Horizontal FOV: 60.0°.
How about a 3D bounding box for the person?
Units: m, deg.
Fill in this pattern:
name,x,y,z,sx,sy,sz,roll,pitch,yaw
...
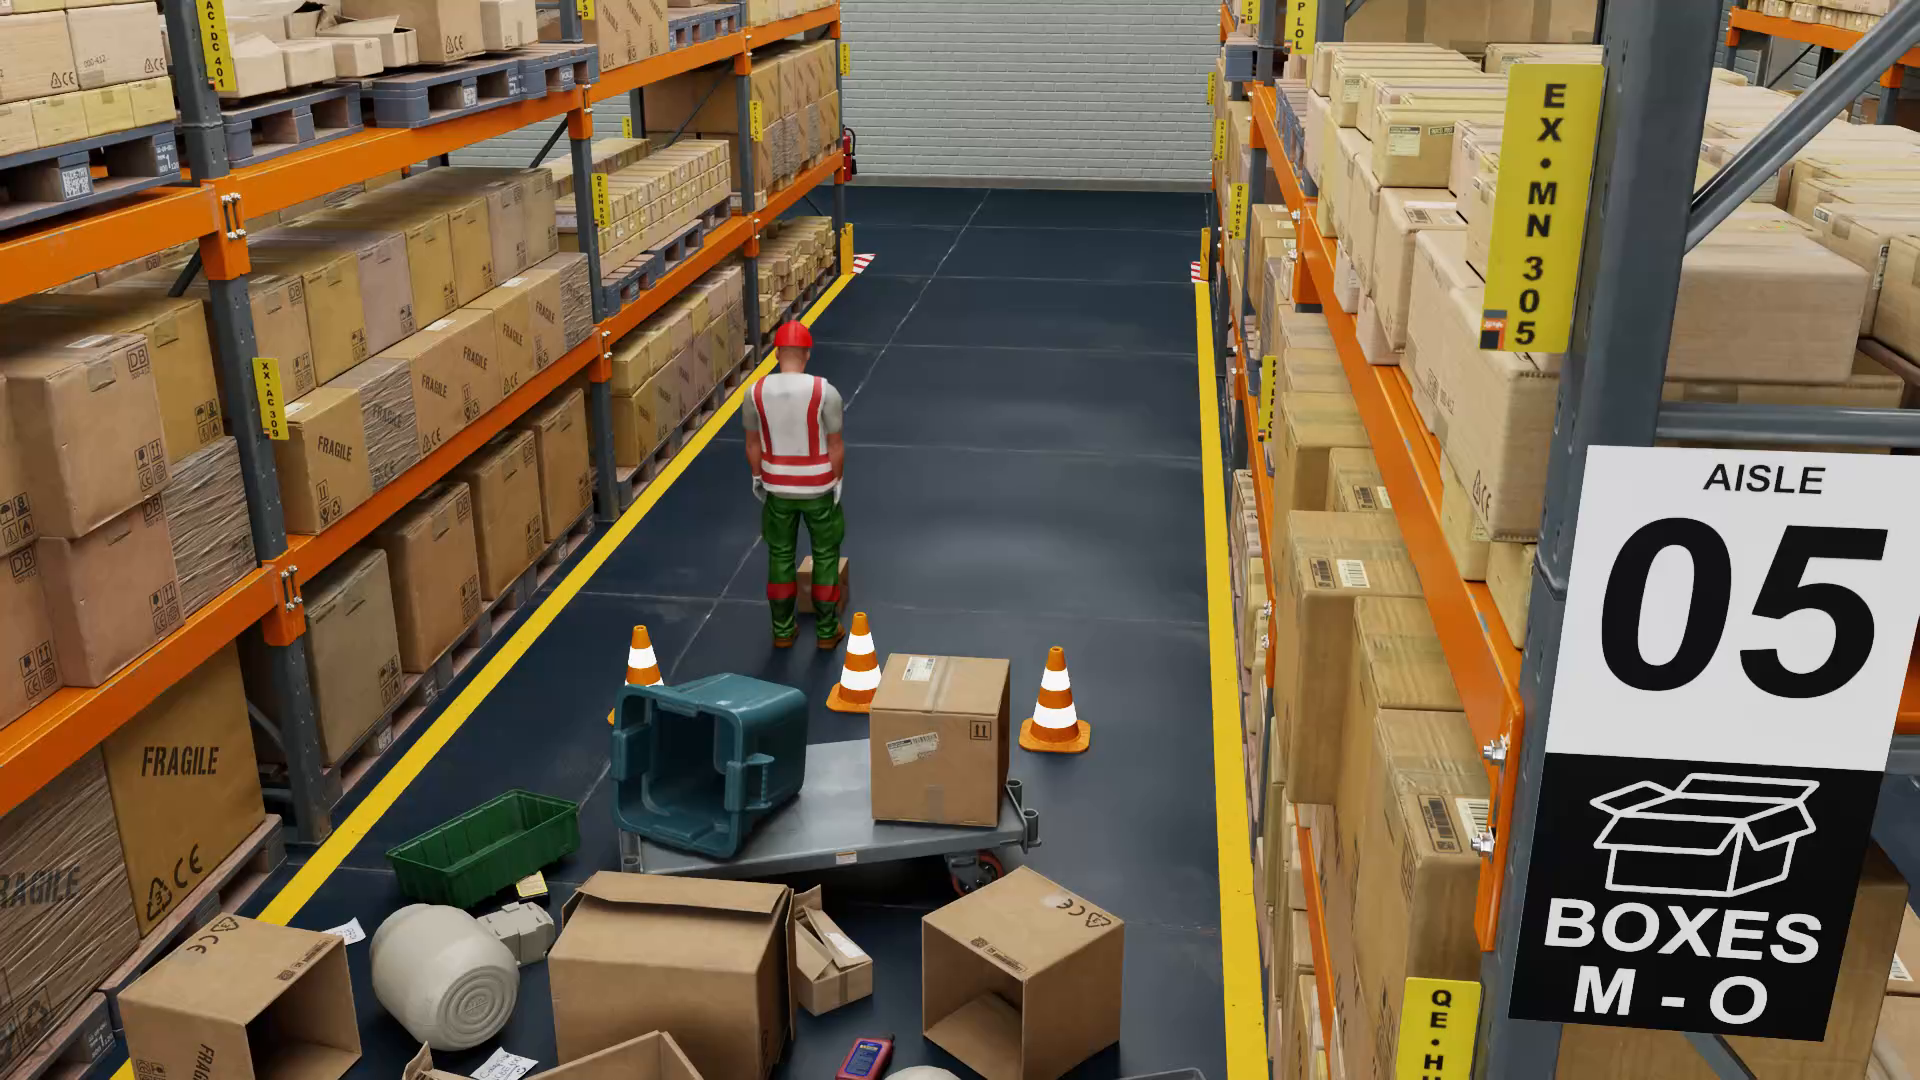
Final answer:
name,x,y,z,sx,sy,sz,roll,pitch,yaw
person,-0.861,-0.285,8.815,0.531,1.770,0.377,3,21,7
